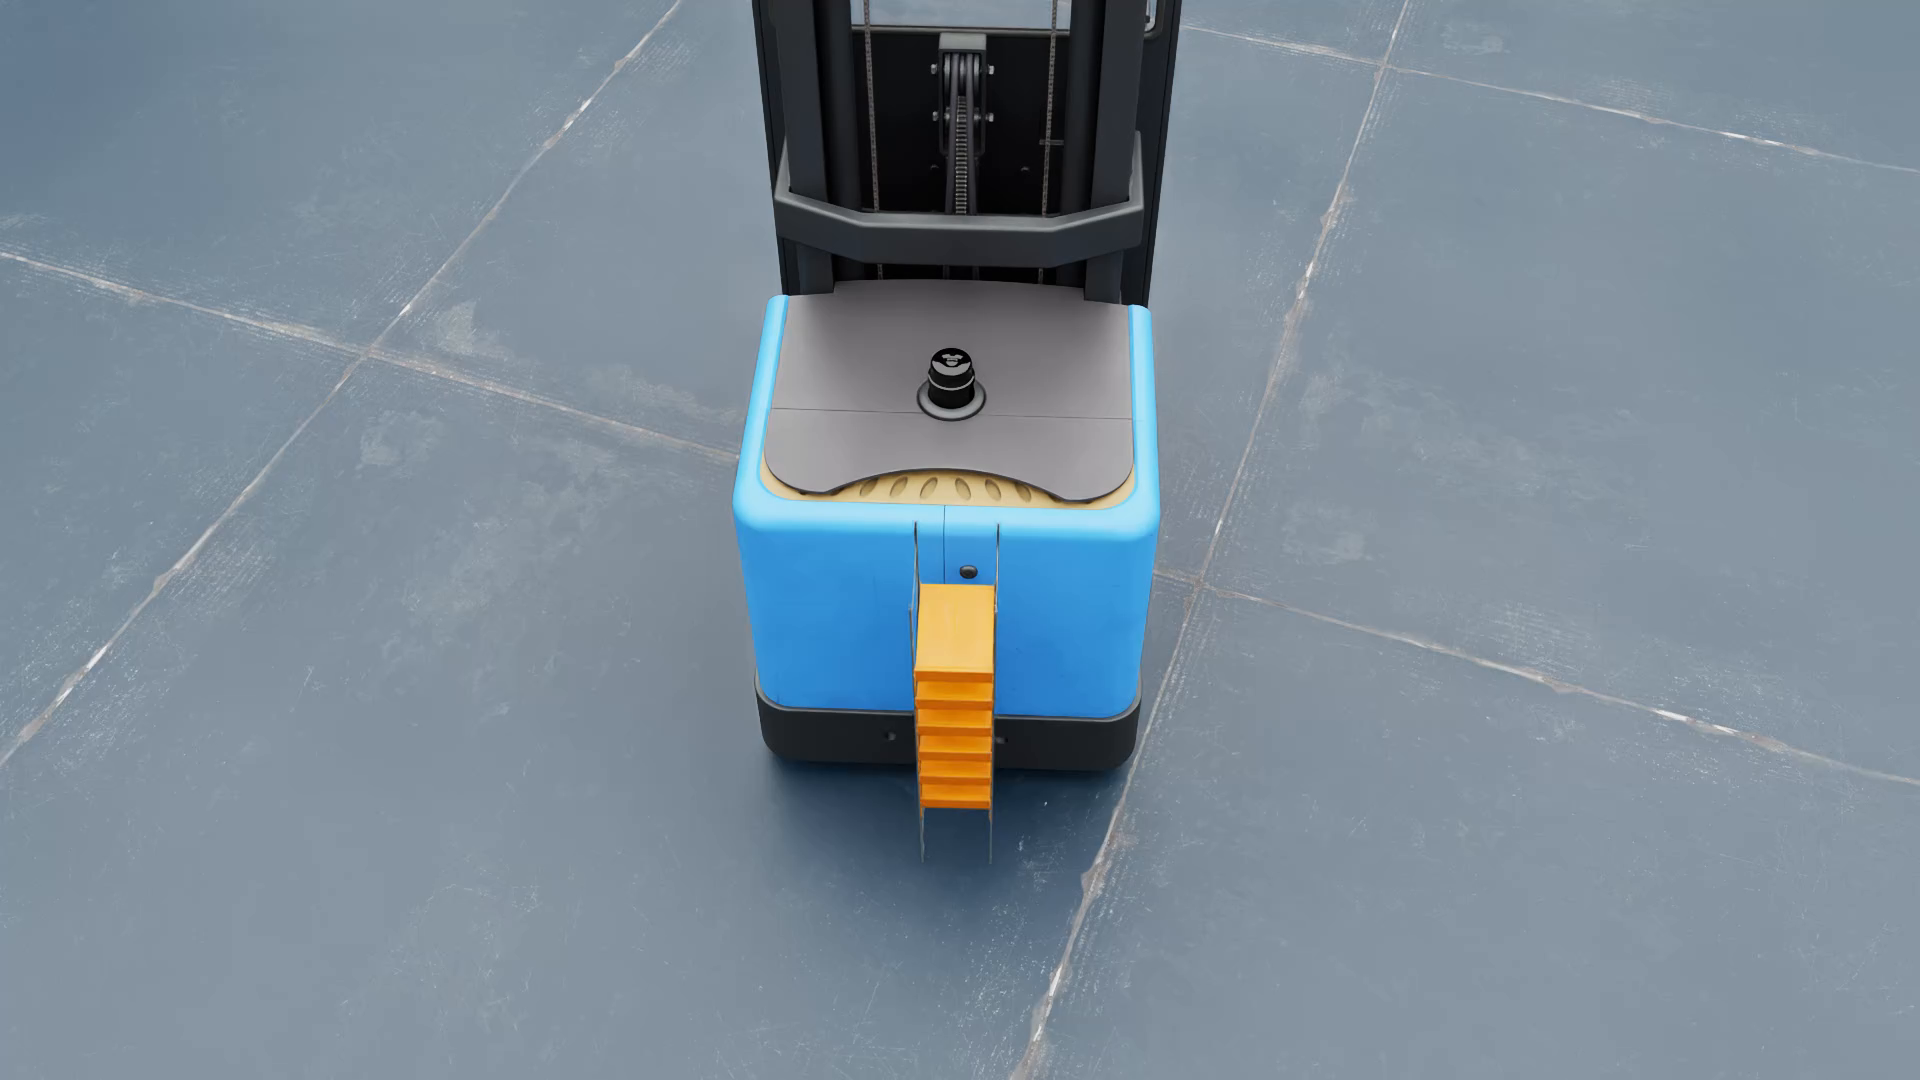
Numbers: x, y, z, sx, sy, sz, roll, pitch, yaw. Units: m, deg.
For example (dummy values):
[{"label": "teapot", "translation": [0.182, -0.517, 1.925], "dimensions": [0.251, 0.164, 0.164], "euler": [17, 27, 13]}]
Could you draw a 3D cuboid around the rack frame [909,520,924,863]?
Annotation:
[{"label": "rack frame", "translation": [-0.100, 0.414, 4.086], "dimensions": [0.006, 1.200, 0.240], "euler": [1, 53, 1]}]

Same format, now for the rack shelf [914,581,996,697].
[{"label": "rack shelf", "translation": [-0.009, 0.226, 3.832], "dimensions": [0.180, 0.103, 0.258], "euler": [1, 53, 1]}]

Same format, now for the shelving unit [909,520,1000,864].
[{"label": "shelving unit", "translation": [-0.008, 0.416, 4.084], "dimensions": [0.189, 1.200, 0.258], "euler": [1, 53, 1]}]

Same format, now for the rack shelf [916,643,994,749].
[{"label": "rack shelf", "translation": [-0.009, 0.371, 4.024], "dimensions": [0.180, 0.103, 0.258], "euler": [1, 53, 1]}]

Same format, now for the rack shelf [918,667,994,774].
[{"label": "rack shelf", "translation": [-0.008, 0.443, 4.120], "dimensions": [0.180, 0.103, 0.258], "euler": [1, 53, 1]}]

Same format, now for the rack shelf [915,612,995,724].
[{"label": "rack shelf", "translation": [-0.009, 0.298, 3.928], "dimensions": [0.180, 0.103, 0.258], "euler": [1, 53, 1]}]

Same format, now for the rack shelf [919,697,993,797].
[{"label": "rack shelf", "translation": [-0.008, 0.515, 4.215], "dimensions": [0.180, 0.103, 0.258], "euler": [1, 53, 1]}]

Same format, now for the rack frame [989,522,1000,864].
[{"label": "rack frame", "translation": [0.083, 0.419, 4.082], "dimensions": [0.006, 1.200, 0.240], "euler": [1, 53, 1]}]

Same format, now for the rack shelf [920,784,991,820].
[{"label": "rack shelf", "translation": [-0.007, 0.588, 4.311], "dimensions": [0.180, 0.103, 0.258], "euler": [1, 53, 1]}]

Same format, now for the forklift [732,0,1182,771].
[{"label": "forklift", "translation": [0.027, -1.430, 4.550], "dimensions": [1.130, 2.935, 3.031], "euler": [2, 49, 2]}]
